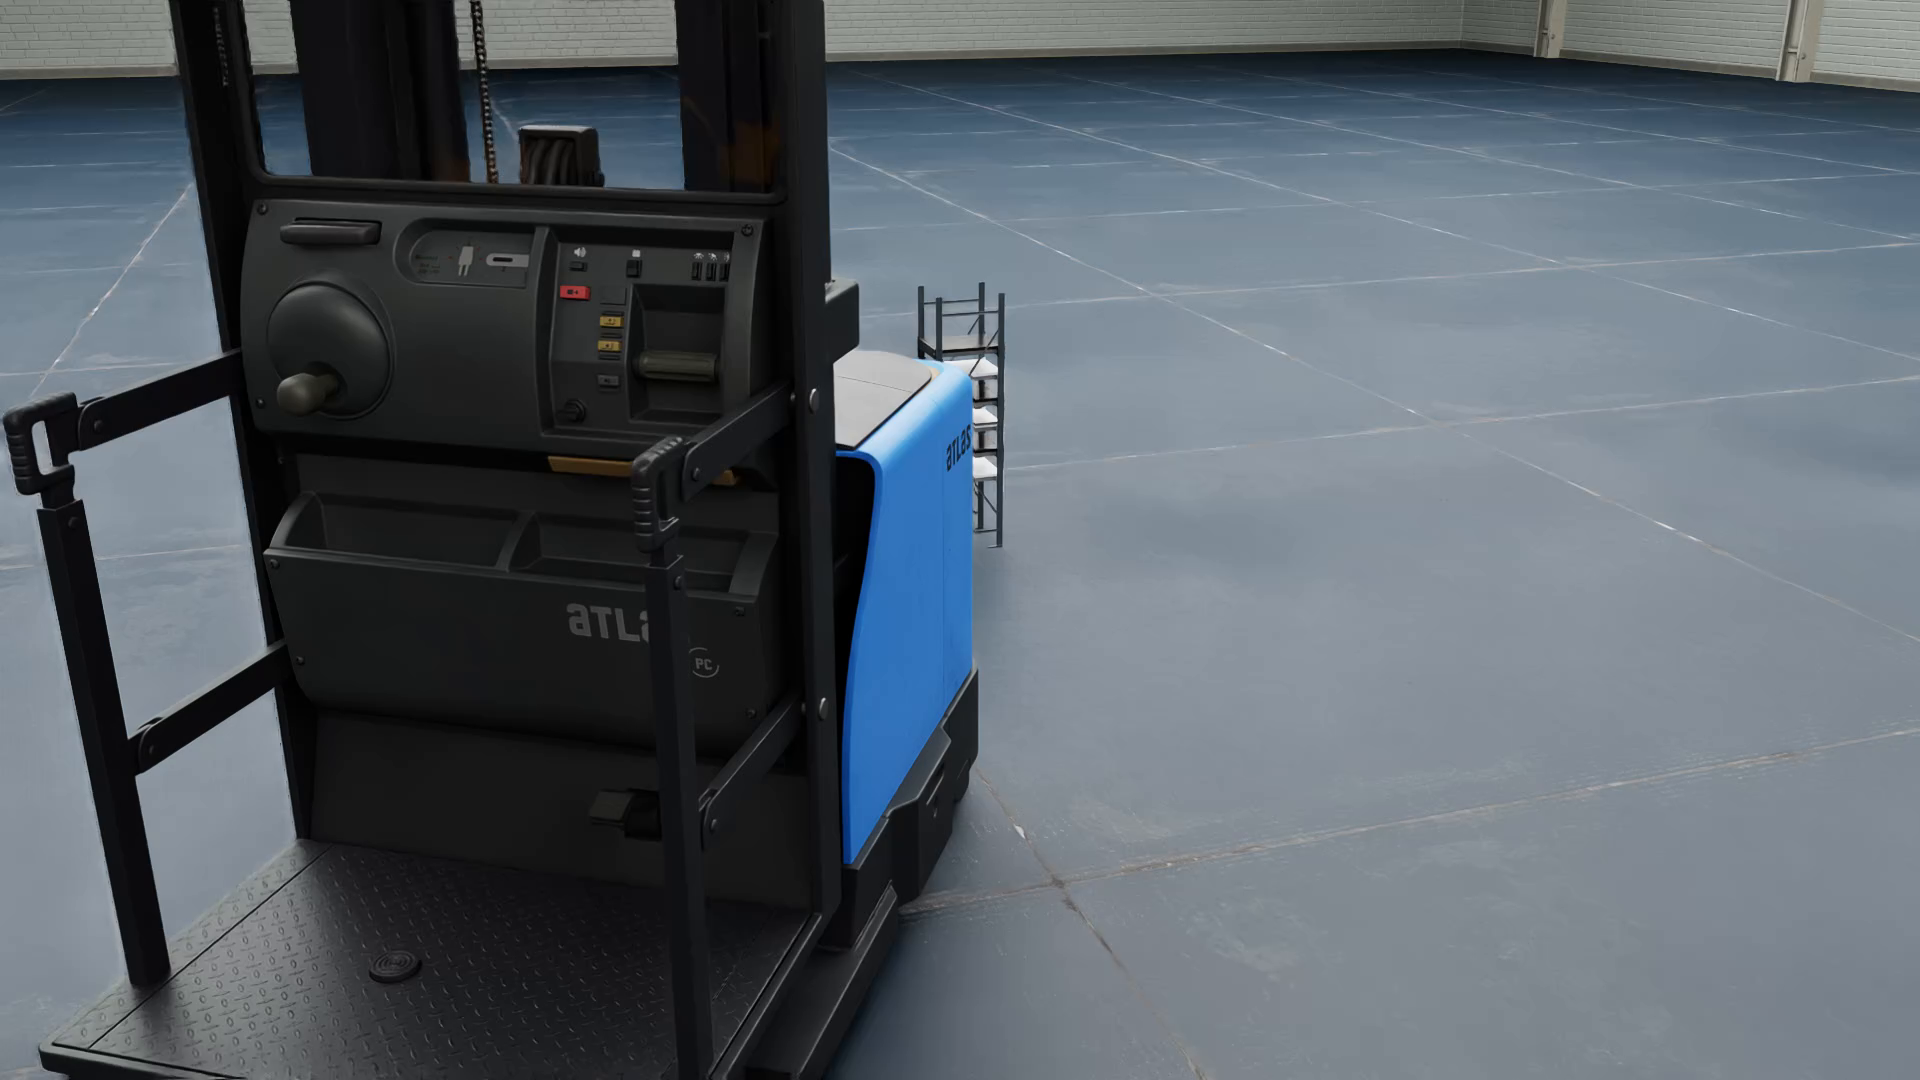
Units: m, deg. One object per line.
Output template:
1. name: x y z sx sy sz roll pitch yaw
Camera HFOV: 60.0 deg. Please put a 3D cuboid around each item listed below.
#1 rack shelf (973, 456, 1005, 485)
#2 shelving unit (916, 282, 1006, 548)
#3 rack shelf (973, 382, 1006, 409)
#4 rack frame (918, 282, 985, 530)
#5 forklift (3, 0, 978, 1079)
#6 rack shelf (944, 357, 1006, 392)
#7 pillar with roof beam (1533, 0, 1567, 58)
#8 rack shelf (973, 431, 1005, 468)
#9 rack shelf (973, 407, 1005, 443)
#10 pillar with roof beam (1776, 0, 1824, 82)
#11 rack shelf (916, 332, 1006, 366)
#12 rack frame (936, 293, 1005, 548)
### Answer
1. rack shelf: 0.003 -0.220 5.829 0.258 0.077 0.200 -6 21 -17
2. shelving unit: 0.003 -0.421 5.757 0.258 0.900 0.210 -6 21 -17
3. rack shelf: 0.003 -0.474 5.738 0.258 0.077 0.200 -6 21 -17
4. rack frame: -0.029 -0.454 5.848 0.240 0.900 0.006 -6 21 -17
5. forklift: -0.820 -0.349 2.553 1.130 2.935 3.031 5 20 14
6. rack shelf: 0.003 -0.559 5.708 0.258 0.077 0.200 -6 21 -17
7. pillar with roof beam: 6.806 -12.741 28.076 9.100 9.000 0.400 -6 21 -17
8. rack shelf: 0.003 -0.305 5.799 0.258 0.077 0.200 -6 21 -17
9. rack shelf: 0.003 -0.390 5.768 0.258 0.077 0.200 -6 21 -17
10. pillar with roof beam: 8.692 -10.815 22.715 9.100 9.000 0.400 -6 21 -17
11. rack shelf: 0.003 -0.644 5.677 0.258 0.077 0.200 -6 21 -17
12. rack frame: 0.034 -0.388 5.666 0.240 0.900 0.006 -6 21 -17
